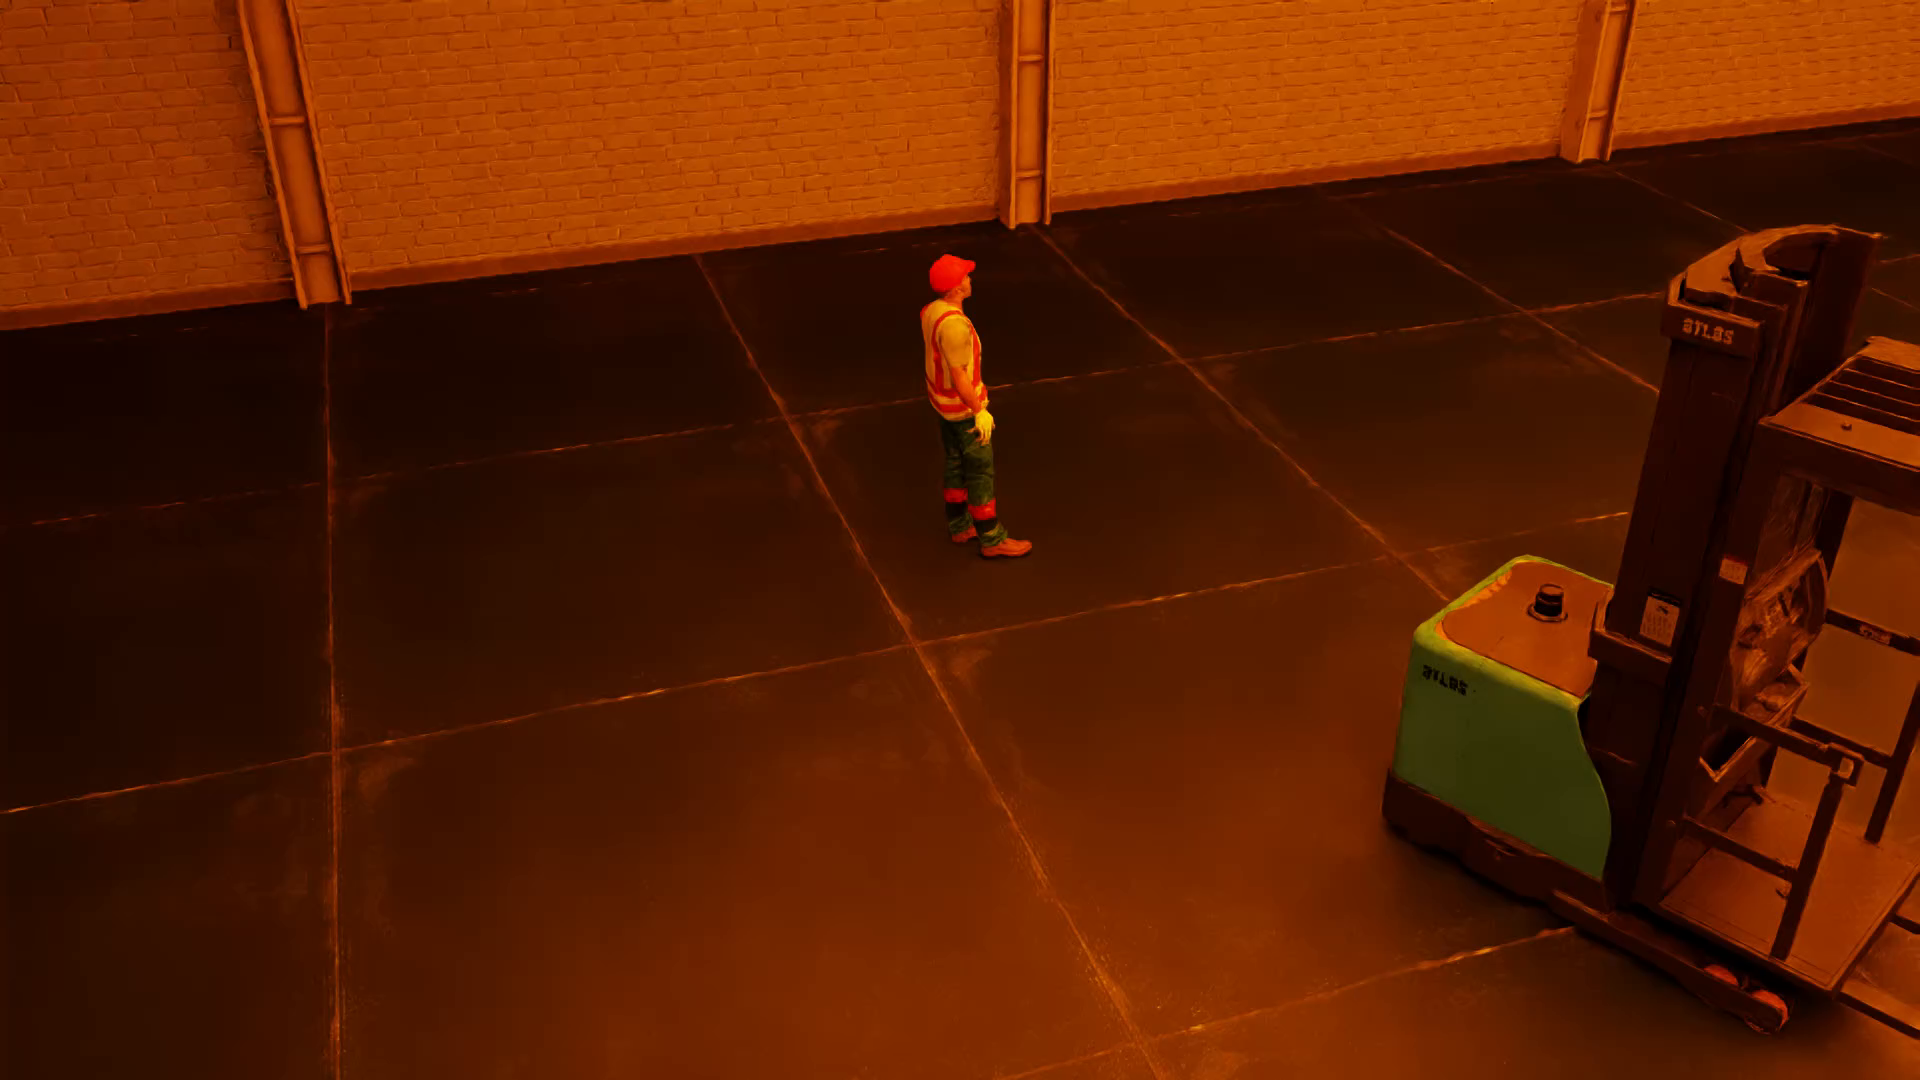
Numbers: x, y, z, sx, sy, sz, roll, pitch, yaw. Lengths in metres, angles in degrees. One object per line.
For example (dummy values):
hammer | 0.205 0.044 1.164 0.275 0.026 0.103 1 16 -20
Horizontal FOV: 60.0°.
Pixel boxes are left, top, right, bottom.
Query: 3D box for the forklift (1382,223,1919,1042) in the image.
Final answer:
forklift | 3.353 0.397 6.398 3.031 2.935 1.130 26 39 38

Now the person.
person | 0.080 -0.789 9.589 0.563 1.787 0.637 -10 31 -16
